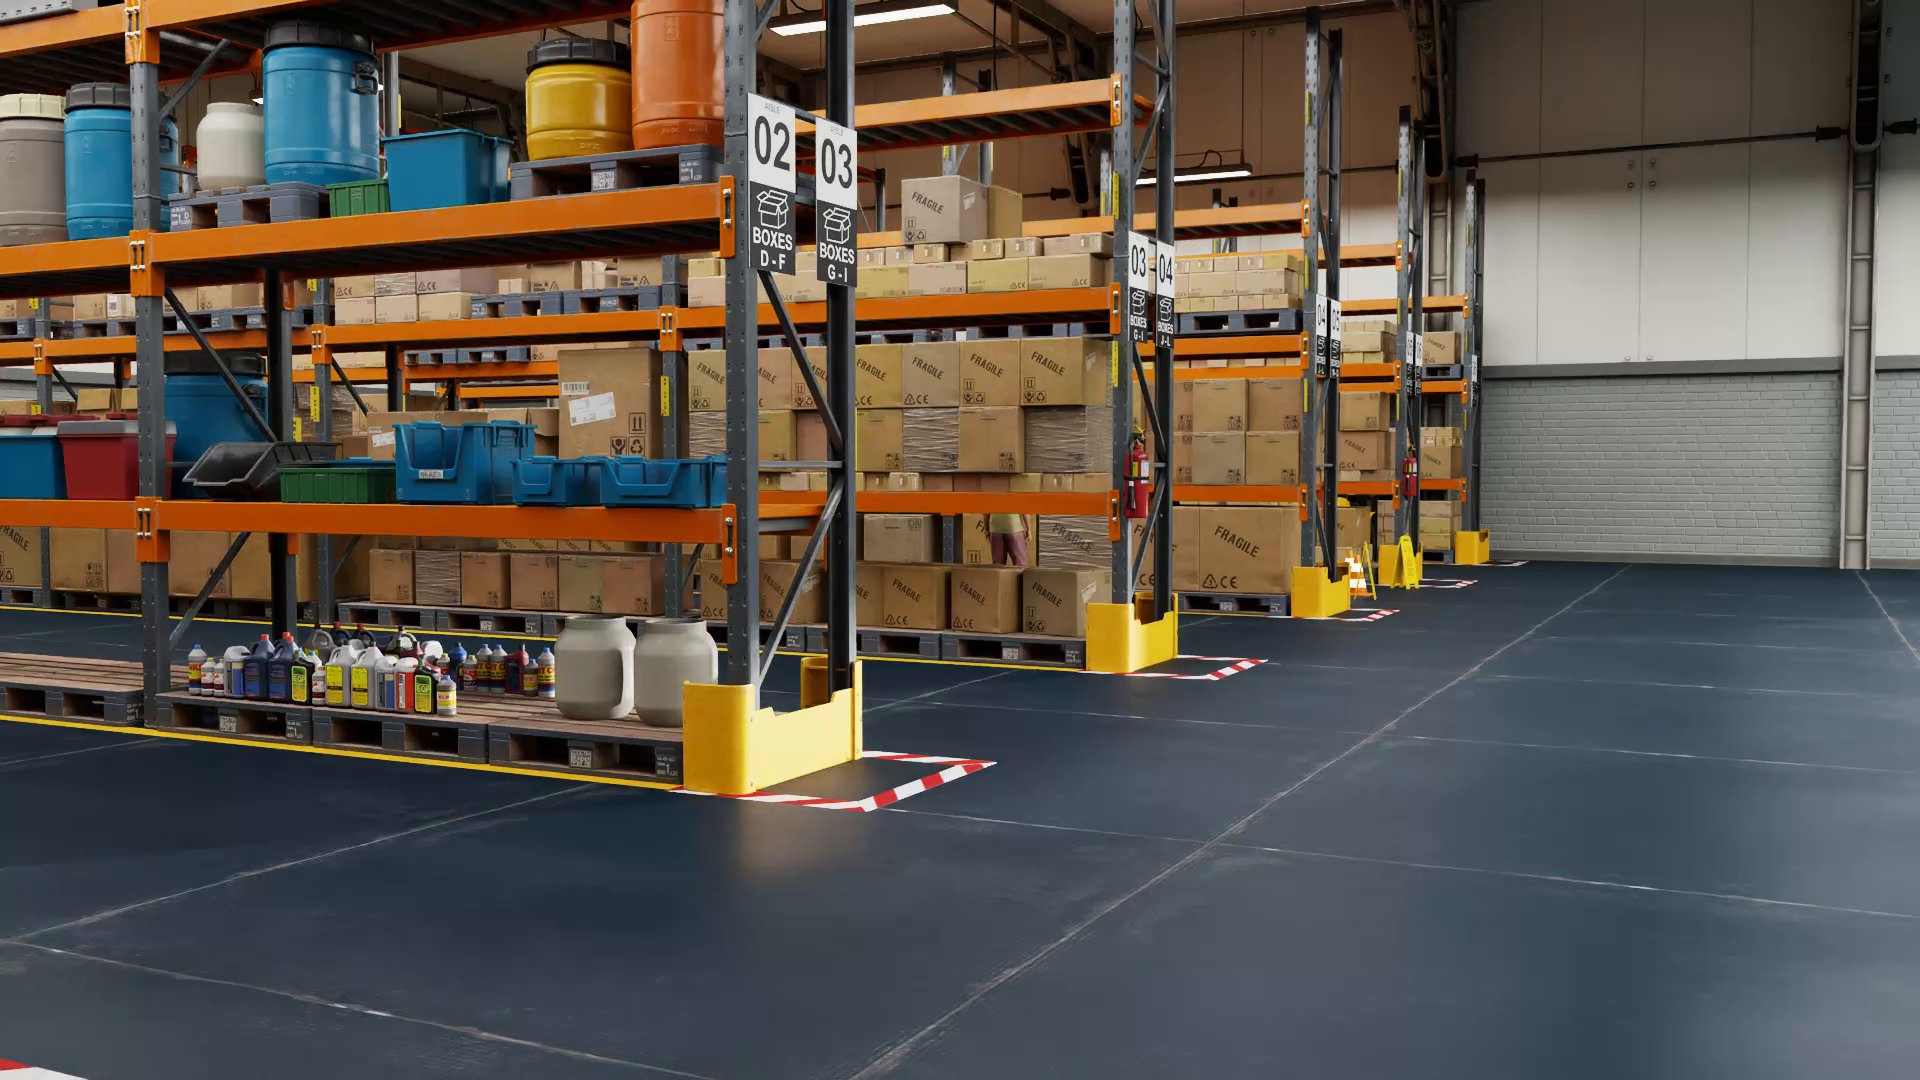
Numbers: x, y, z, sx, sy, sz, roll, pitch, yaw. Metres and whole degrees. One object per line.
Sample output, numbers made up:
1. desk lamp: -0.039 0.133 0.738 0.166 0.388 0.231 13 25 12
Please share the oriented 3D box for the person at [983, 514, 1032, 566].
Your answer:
1. person: 0.474 -0.061 16.329 0.496 1.672 0.363 1 3 25
